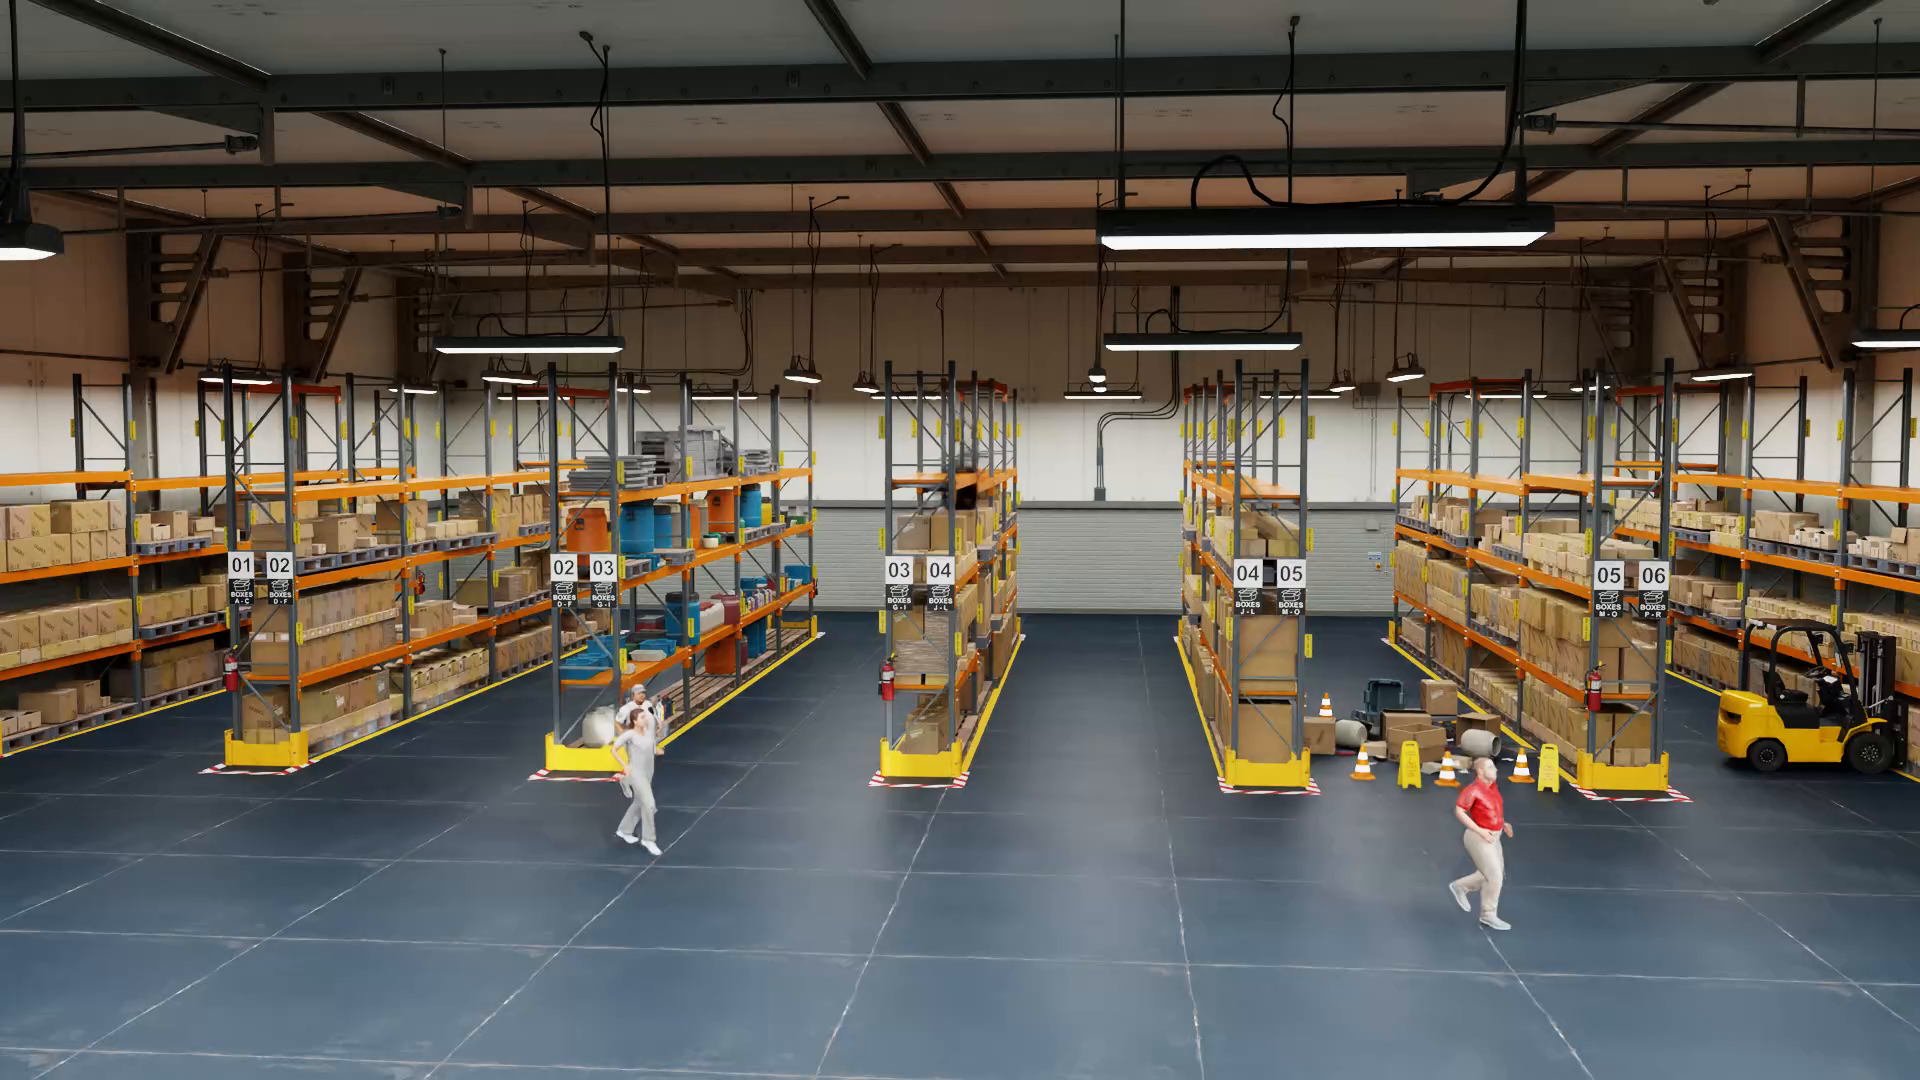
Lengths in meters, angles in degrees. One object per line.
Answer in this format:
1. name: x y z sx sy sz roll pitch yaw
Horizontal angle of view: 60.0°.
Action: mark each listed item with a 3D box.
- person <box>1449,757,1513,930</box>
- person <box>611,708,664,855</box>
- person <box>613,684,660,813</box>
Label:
1. person: 5.262 3.049 16.875 0.710 1.712 0.672 3 5 41
2. person: -3.828 2.851 19.835 0.740 1.716 0.549 2 4 27
3. person: -4.258 2.740 22.067 0.805 1.664 0.598 4 5 43
